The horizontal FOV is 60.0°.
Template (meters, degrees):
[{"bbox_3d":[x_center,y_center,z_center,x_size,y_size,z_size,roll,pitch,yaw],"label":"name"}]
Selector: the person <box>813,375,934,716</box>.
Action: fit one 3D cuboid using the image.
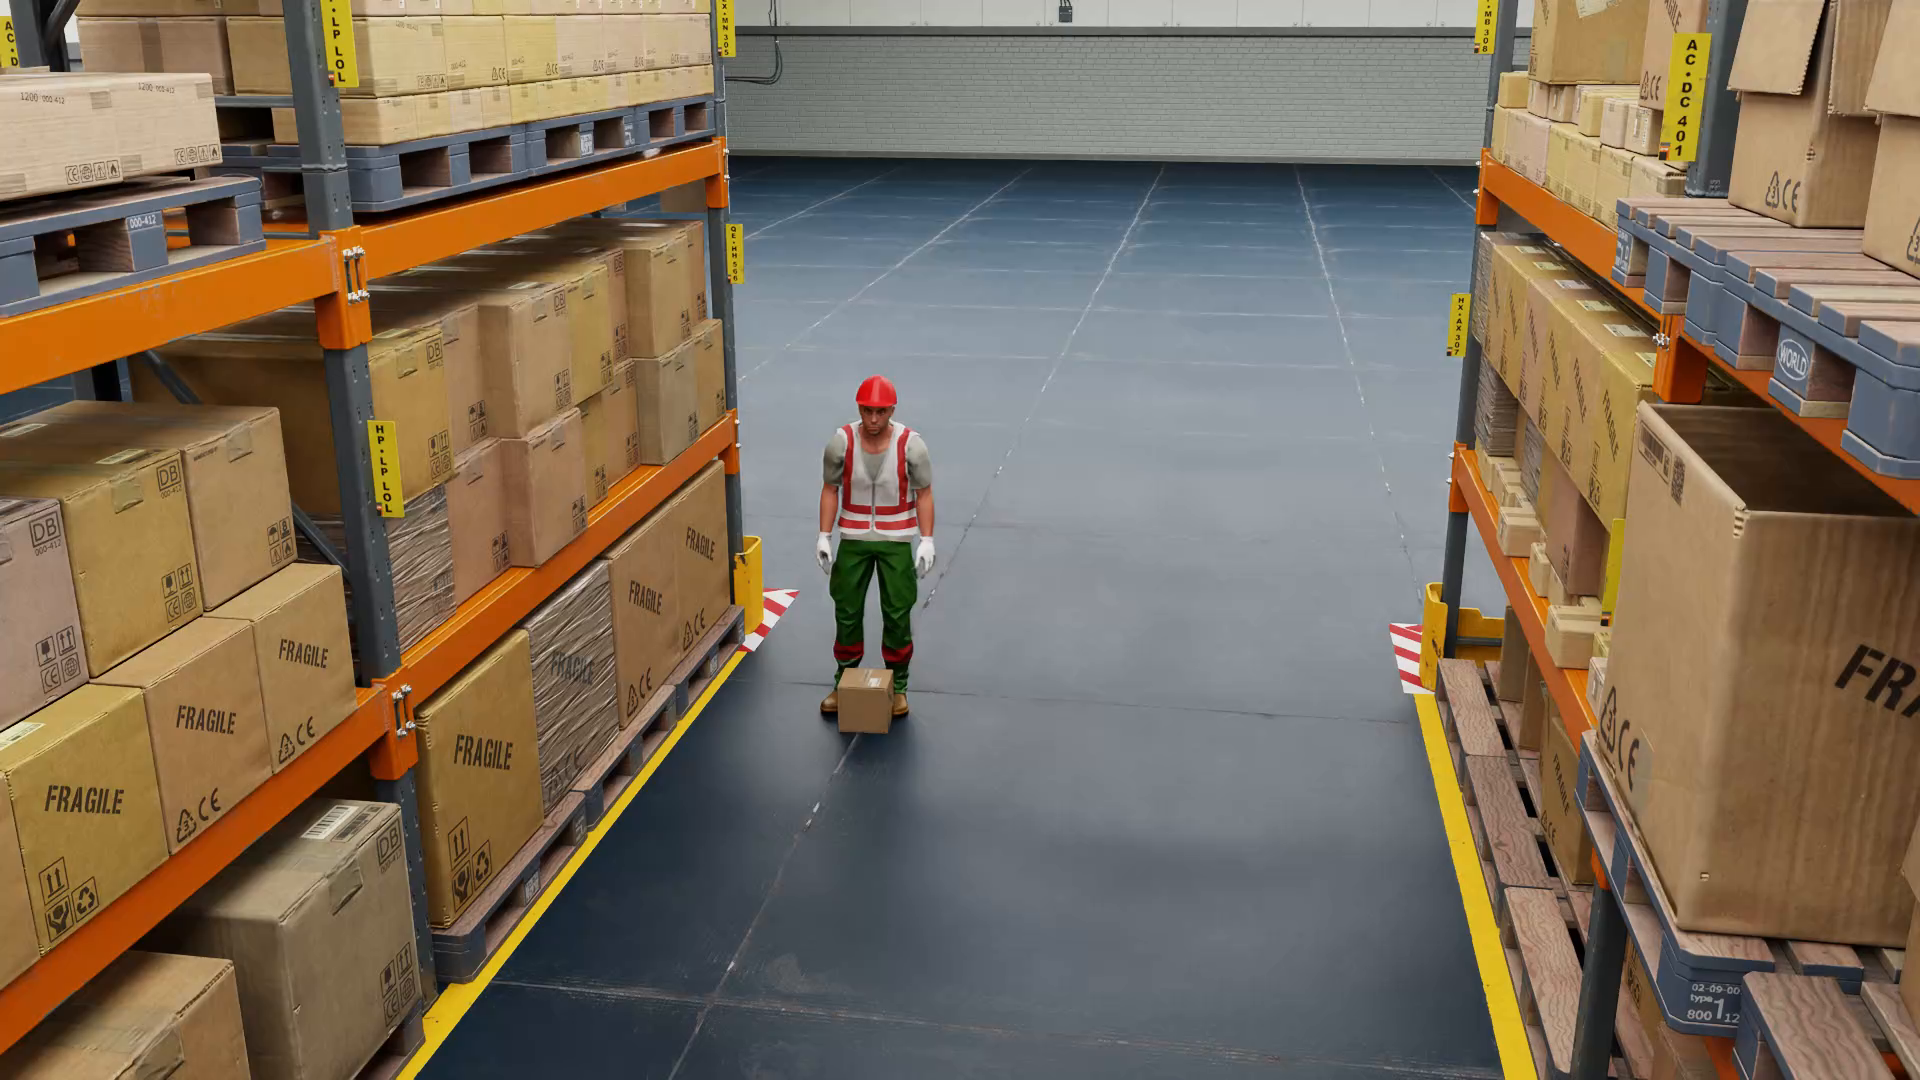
[{"bbox_3d":[-0.439,0.027,8.445,0.619,1.779,0.455,2,18,8],"label":"person"}]
